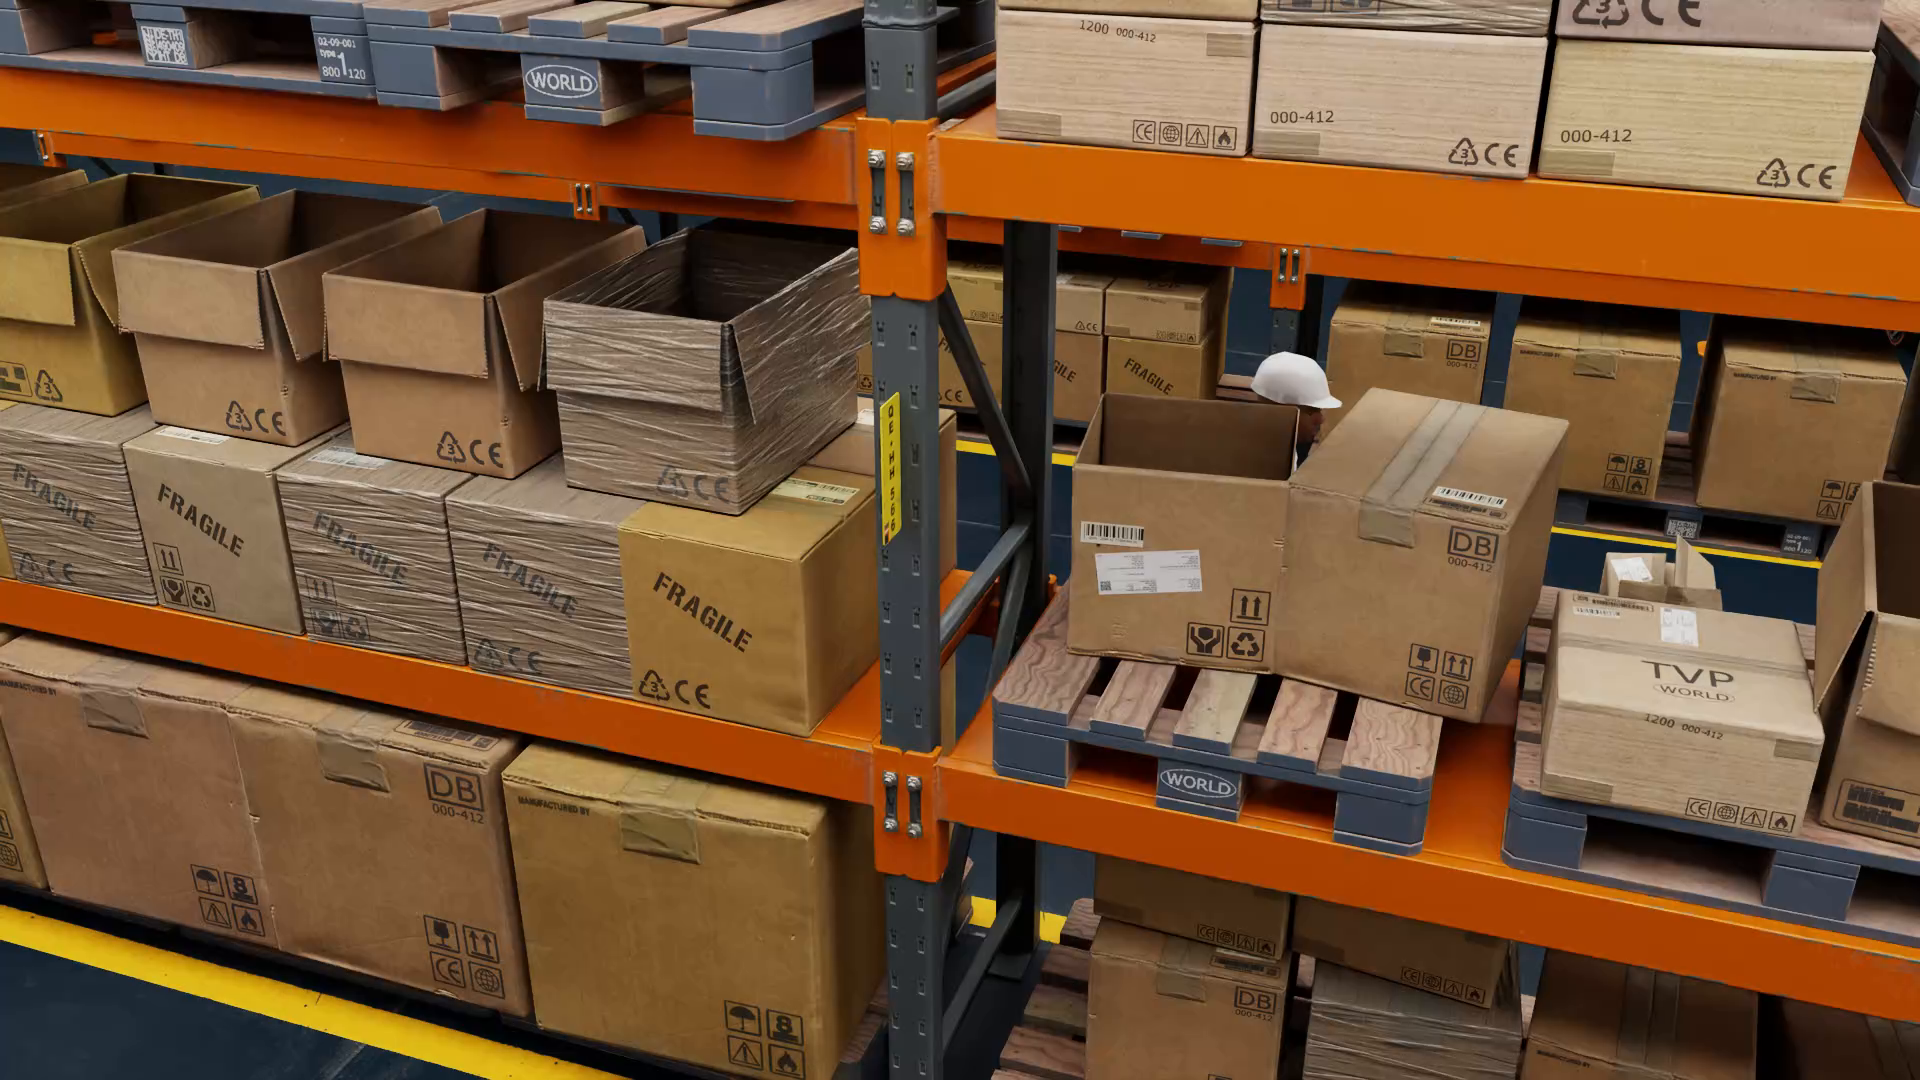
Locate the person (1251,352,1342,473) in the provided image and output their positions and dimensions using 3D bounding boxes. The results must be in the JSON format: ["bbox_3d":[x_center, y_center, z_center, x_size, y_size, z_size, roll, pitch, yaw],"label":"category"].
[{"bbox_3d":[0.994,0.202,5.667,0.456,1.761,0.628,10,27,21],"label":"person"}]
